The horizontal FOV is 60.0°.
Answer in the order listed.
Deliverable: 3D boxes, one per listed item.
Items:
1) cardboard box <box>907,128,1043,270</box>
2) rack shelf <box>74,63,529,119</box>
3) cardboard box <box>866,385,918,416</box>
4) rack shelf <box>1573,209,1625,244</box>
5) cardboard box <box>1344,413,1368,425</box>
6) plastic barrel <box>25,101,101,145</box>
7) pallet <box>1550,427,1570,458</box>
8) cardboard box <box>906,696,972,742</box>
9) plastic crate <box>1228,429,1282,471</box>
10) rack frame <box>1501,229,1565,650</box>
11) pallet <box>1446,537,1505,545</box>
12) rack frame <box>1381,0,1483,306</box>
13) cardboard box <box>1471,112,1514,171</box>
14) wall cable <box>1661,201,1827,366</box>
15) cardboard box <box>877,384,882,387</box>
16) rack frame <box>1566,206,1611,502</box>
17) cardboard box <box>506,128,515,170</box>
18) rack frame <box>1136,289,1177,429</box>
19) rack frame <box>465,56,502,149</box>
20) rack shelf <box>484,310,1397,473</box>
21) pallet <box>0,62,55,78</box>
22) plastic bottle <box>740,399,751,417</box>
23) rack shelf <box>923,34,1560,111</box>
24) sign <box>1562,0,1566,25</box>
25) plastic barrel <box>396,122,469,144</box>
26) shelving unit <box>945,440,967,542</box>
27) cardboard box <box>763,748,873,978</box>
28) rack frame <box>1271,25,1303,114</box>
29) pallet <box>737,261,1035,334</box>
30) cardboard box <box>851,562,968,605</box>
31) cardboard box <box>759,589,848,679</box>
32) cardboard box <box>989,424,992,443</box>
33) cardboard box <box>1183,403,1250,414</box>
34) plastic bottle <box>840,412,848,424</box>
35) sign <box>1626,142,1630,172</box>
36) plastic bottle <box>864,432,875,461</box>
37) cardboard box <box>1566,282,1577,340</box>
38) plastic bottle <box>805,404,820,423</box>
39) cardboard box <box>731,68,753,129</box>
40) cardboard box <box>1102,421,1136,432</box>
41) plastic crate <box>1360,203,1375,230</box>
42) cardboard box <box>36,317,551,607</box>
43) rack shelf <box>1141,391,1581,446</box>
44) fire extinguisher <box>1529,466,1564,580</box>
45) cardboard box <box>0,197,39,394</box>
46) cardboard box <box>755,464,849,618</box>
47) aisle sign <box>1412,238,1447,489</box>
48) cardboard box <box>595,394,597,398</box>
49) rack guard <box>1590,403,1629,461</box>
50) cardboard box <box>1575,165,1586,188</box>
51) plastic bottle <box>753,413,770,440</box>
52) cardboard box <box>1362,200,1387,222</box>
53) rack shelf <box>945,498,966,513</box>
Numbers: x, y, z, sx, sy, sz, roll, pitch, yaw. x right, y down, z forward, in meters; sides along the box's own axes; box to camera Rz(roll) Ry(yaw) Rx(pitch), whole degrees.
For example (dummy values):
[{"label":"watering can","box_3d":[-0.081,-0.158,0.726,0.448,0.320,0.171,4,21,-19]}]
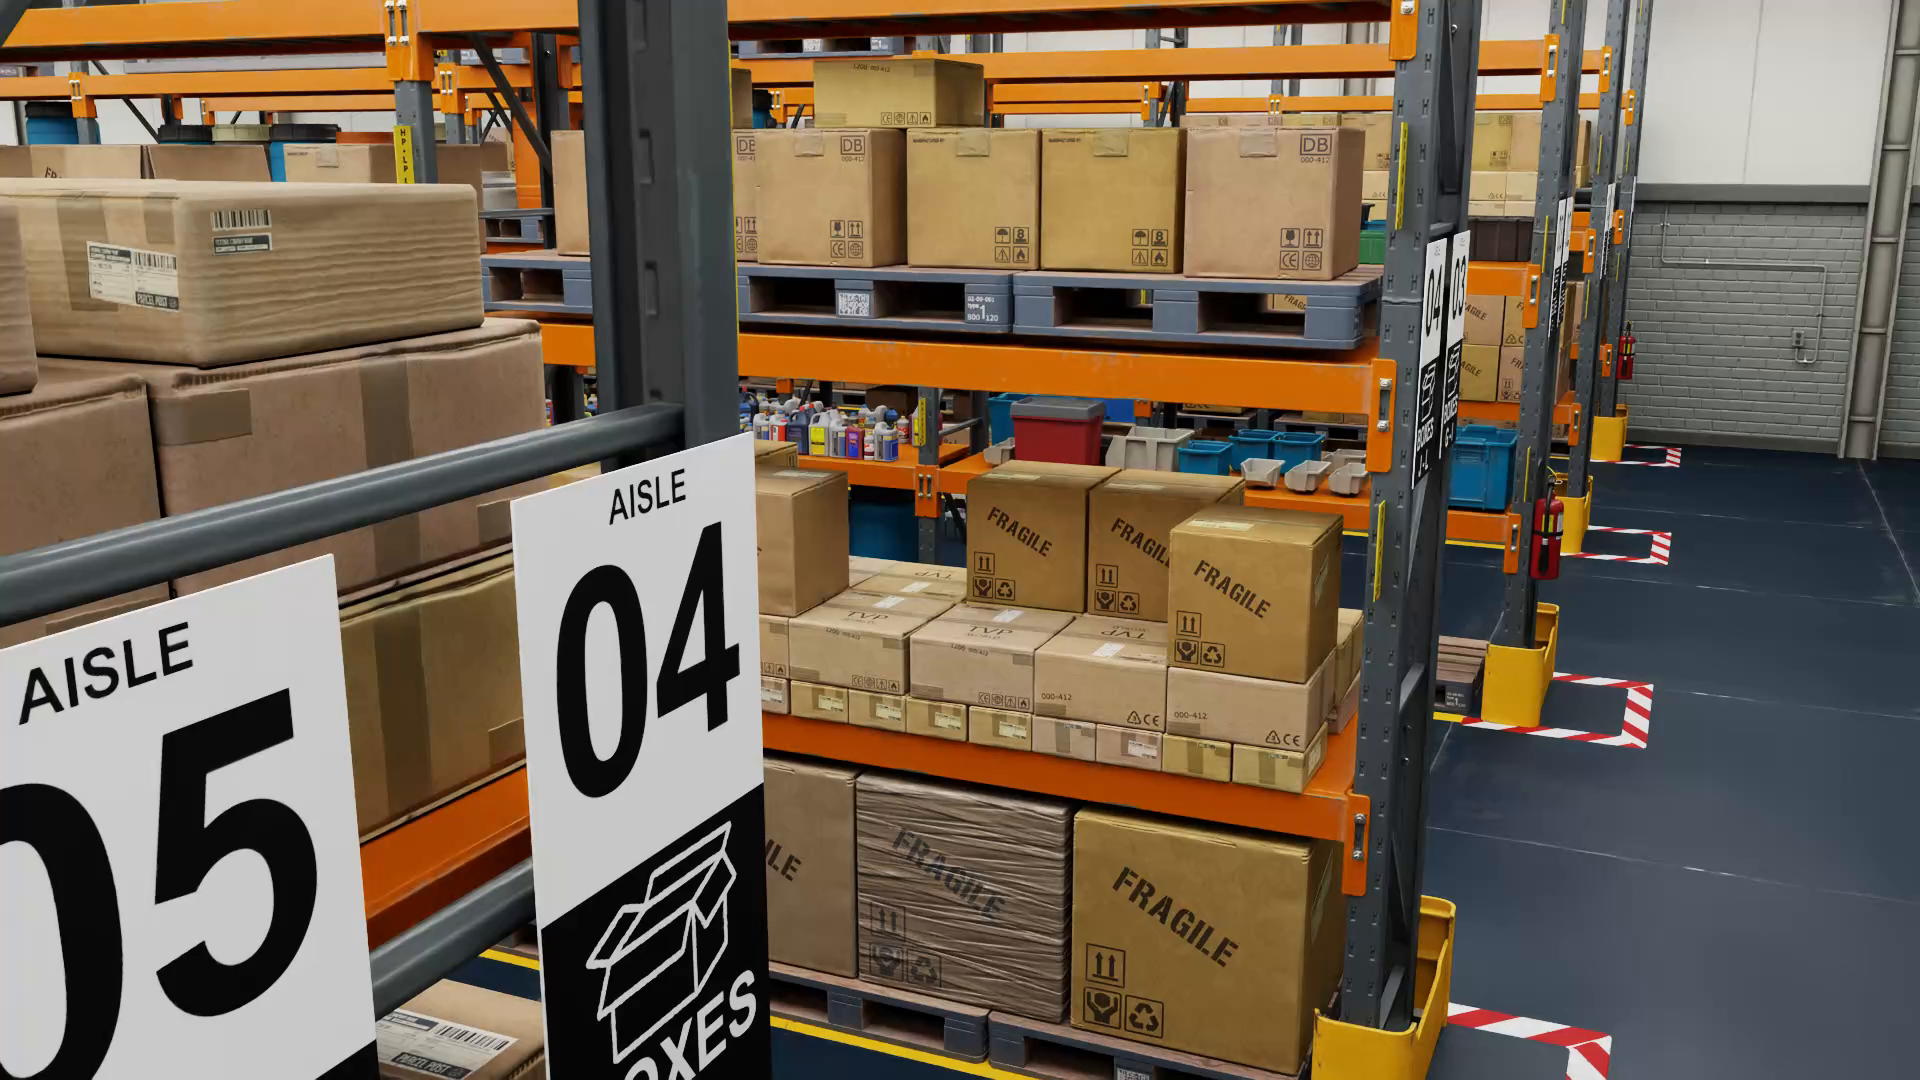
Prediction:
[{"label":"cardboard box","box_3d":[0.158,-1.310,6.342,0.500,0.500,0.700,5,14,19]},{"label":"rack shelf","box_3d":[-5.524,-3.731,13.902,4.000,0.370,1.077,6,14,23]},{"label":"cardboard box","box_3d":[-0.682,-1.525,18.050,0.500,0.250,0.500,6,15,25]},{"label":"rack shelf","box_3d":[5.804,-3.794,19.863,4.000,0.370,1.077,6,14,23]},{"label":"cardboard box","box_3d":[5.075,-1.719,20.563,0.500,0.500,0.700,6,14,23]},{"label":"plastic barrel","box_3d":[-8.219,-3.564,15.288,0.708,0.901,0.600,6,14,23]},{"label":"pallet","box_3d":[6.869,-1.199,19.899,1.213,0.211,1.003,6,14,23]},{"label":"cardboard box","box_3d":[-0.017,0.645,6.487,0.250,0.149,0.380,6,14,23]},{"label":"plastic crate","box_3d":[2.049,-0.619,11.557,0.300,0.233,0.416,6,14,23]},{"label":"rack frame","box_3d":[3.619,-0.430,10.517,0.127,3.000,1.000,6,14,23]},{"label":"pallet","box_3d":[-17.965,-4.455,21.102,48.037,5.999,7.867,6,14,23]},{"label":"rack frame","box_3d":[1.613,-2.316,5.423,0.127,3.000,1.000,6,14,23]},{"label":"cardboard box","box_3d":[4.730,-3.568,14.916,0.500,0.500,0.700,6,14,23]},{"label":"wall cable","box_3d":[9.186,-3.073,19.556,1.851,1.984,0.084,6,14,23]},{"label":"cardboard box","box_3d":[-0.785,-2.364,23.269,0.500,0.500,0.700,6,14,23]},{"label":"rack frame","box_3d":[5.629,-1.464,14.924,0.127,3.000,1.000,6,14,23]},{"label":"cardboard box","box_3d":[-4.794,-4.466,18.919,0.507,0.500,0.507,6,15,25]},{"label":"rack frame","box_3d":[1.972,-1.834,16.502,0.127,3.000,1.000,6,14,23]},{"label":"rack frame","box_3d":[-5.342,-5.495,18.971,0.127,3.000,1.000,6,14,23]},{"label":"rack shelf","box_3d":[-0.215,-0.691,6.636,4.000,0.370,1.077,6,14,23]},{"label":"pallet","box_3d":[-9.237,-4.357,15.411,1.213,0.211,1.003,6,14,23]},{"label":"plastic bottle","box_3d":[-1.697,-0.971,13.105,0.098,0.271,0.098,0,13,0]},{"label":"rack shelf","box_3d":[1.791,-2.991,10.748,4.000,0.370,1.077,6,14,23]},{"label":"sign","box_3d":[3.411,-3.077,9.372,0.005,0.325,0.100,6,14,23]},{"label":"plastic barrel","box_3d":[-4.358,-2.996,13.788,0.600,0.901,0.600,0,13,0]},{"label":"shelving unit","box_3d":[0.007,-0.437,15.144,0.210,0.900,0.258,6,14,23]},{"label":"cardboard box","box_3d":[-0.650,1.225,7.194,0.875,0.875,0.875,6,14,23]},{"label":"rack frame","box_3d":[3.975,-5.790,20.227,0.127,3.000,1.000,6,14,23]},{"label":"pallet","box_3d":[-0.189,-0.992,6.538,1.213,0.211,1.003,6,14,23]},{"label":"cardboard box","box_3d":[-0.131,0.291,7.122,0.500,0.250,0.500,5,14,22]},{"label":"cardboard box","box_3d":[-0.792,0.355,6.850,0.500,0.250,0.500,6,15,25]},{"label":"cardboard box","box_3d":[0.498,-0.911,17.077,0.500,0.500,0.500,6,14,24]},{"label":"cardboard box","box_3d":[3.328,-2.060,21.251,0.750,0.750,0.750,6,14,24]},{"label":"plastic bottle","box_3d":[-0.914,-0.894,12.929,0.097,0.201,0.097,0,13,0]},{"label":"sign","box_3d":[7.400,-4.240,18.423,0.005,0.325,0.100,6,14,23]},{"label":"plastic bottle","box_3d":[-0.646,-0.677,12.006,0.097,0.201,0.097,0,13,0]},{"label":"cardboard box","box_3d":[5.330,-2.096,15.208,0.500,0.500,0.500,6,15,25]},{"label":"plastic bottle","box_3d":[-1.121,-0.840,12.372,0.185,0.351,0.144,6,14,23]},{"label":"cardboard box","box_3d":[-1.187,-1.805,6.809,0.500,0.250,0.500,5,14,20]},{"label":"cardboard box","box_3d":[1.628,-0.927,17.145,0.500,0.500,0.500,5,14,21]},{"label":"plastic crate","box_3d":[2.334,-2.059,11.028,0.767,0.338,0.504,6,14,23]},{"label":"cardboard box","box_3d":[-0.793,-0.095,1.758,0.500,0.250,0.500,6,14,24]},{"label":"rack shelf","box_3d":[3.801,-1.299,15.795,4.000,0.370,1.077,6,14,23]},{"label":"fire extinguisher","box_3d":[3.573,-0.102,10.104,0.183,0.674,0.296,6,14,23]},{"label":"cardboard box","box_3d":[-0.911,-0.163,1.174,0.250,0.149,0.380,6,14,23]},{"label":"cardboard box","box_3d":[-0.785,-0.010,6.764,0.500,0.500,0.500,5,14,21]},{"label":"aisle sign","box_3d":[1.558,-0.592,5.515,0.004,0.787,0.394,6,14,23]},{"label":"cardboard box","box_3d":[-4.136,-1.528,19.068,0.500,0.311,0.500,5,14,21]},{"label":"rack guard","box_3d":[7.654,-1.280,19.611,0.348,0.500,1.175,6,14,23]},{"label":"cardboard box","box_3d":[6.855,-4.152,19.003,0.500,0.250,0.500,6,15,25]},{"label":"plastic bottle","box_3d":[-1.447,-0.802,12.372,0.135,0.276,0.152,6,14,23]},{"label":"cardboard box","box_3d":[3.687,-2.986,15.171,0.500,0.250,0.500,6,14,23]},{"label":"rack shelf","box_3d":[0.007,-0.317,15.172,0.200,0.077,0.258,6,14,23]}]
